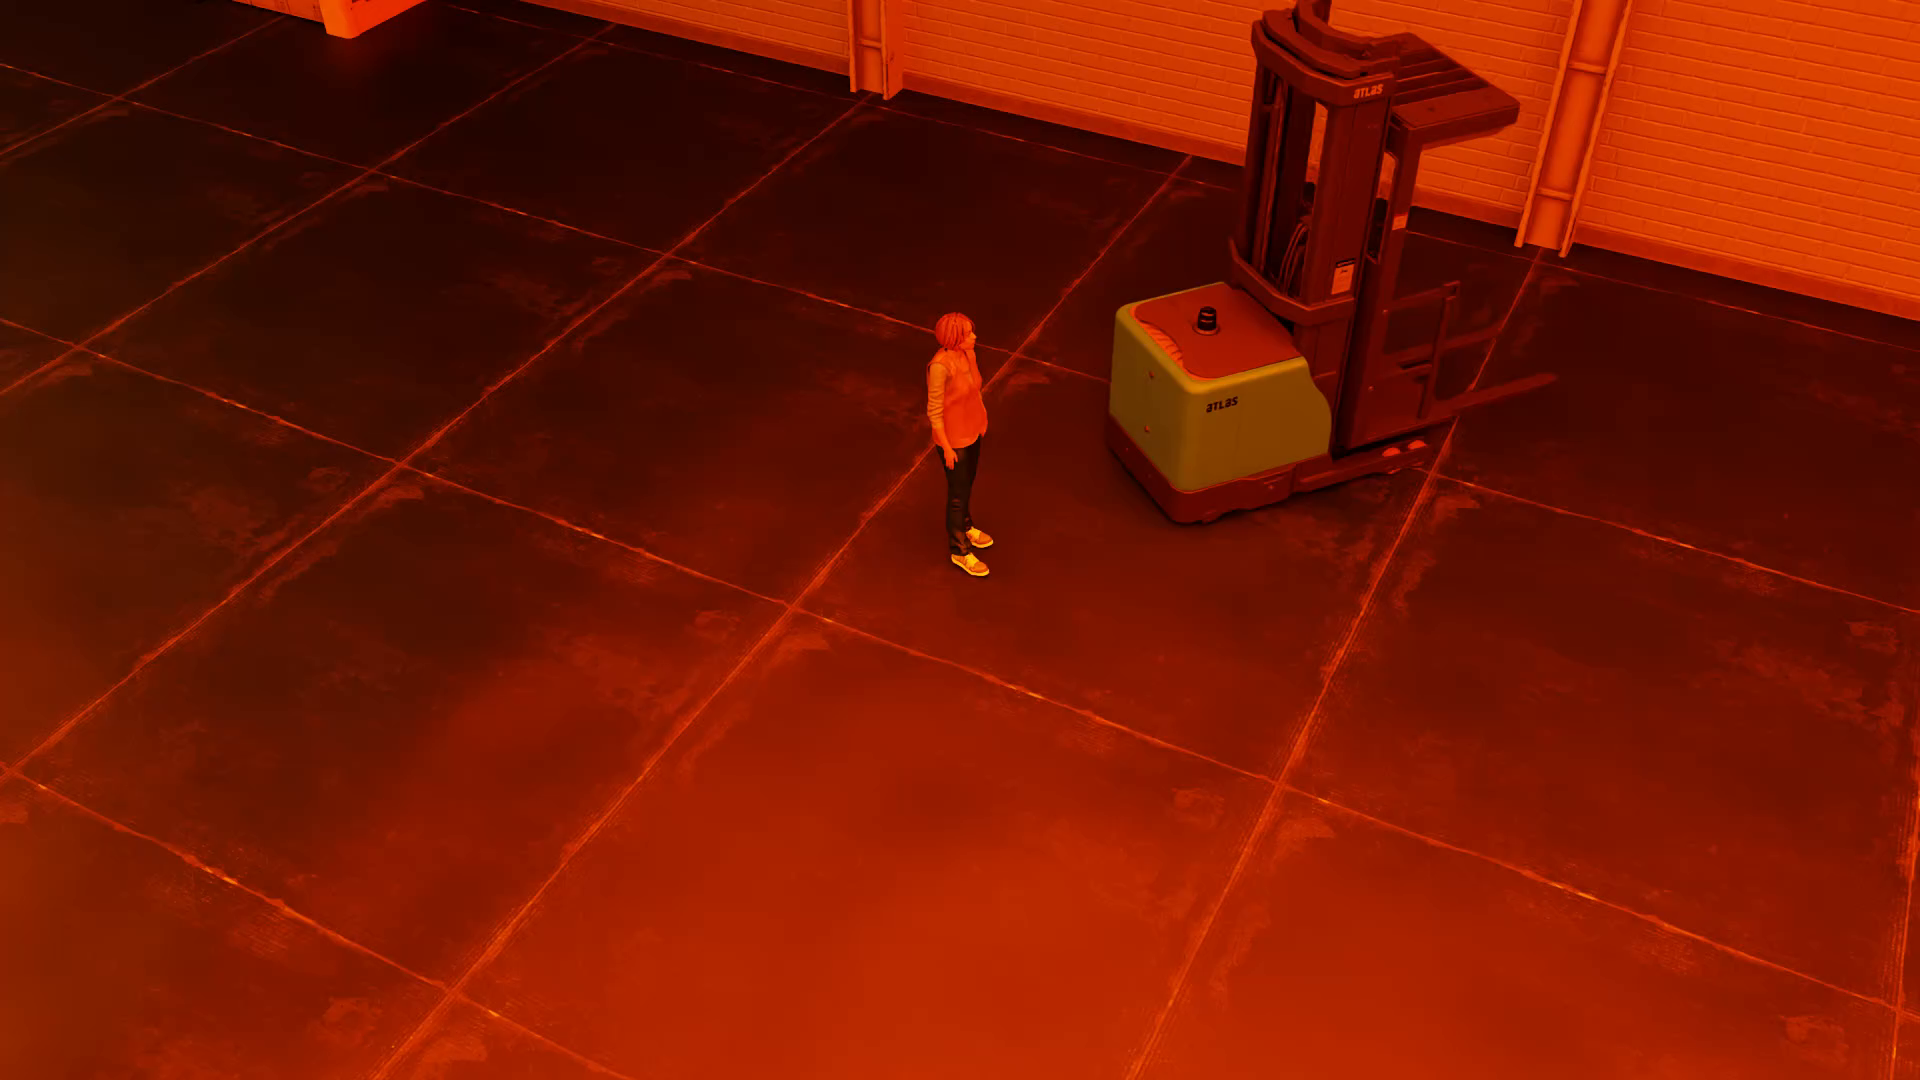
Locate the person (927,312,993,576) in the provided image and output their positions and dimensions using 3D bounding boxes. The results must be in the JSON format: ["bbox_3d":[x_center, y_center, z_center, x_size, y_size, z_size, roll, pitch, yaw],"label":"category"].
[{"bbox_3d":[0.060,-0.586,9.707,0.473,1.599,0.521,18,43,21],"label":"person"}]

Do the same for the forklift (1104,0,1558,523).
[{"bbox_3d":[2.514,-1.849,10.181,3.031,2.935,1.130,-16,43,-18],"label":"forklift"}]
